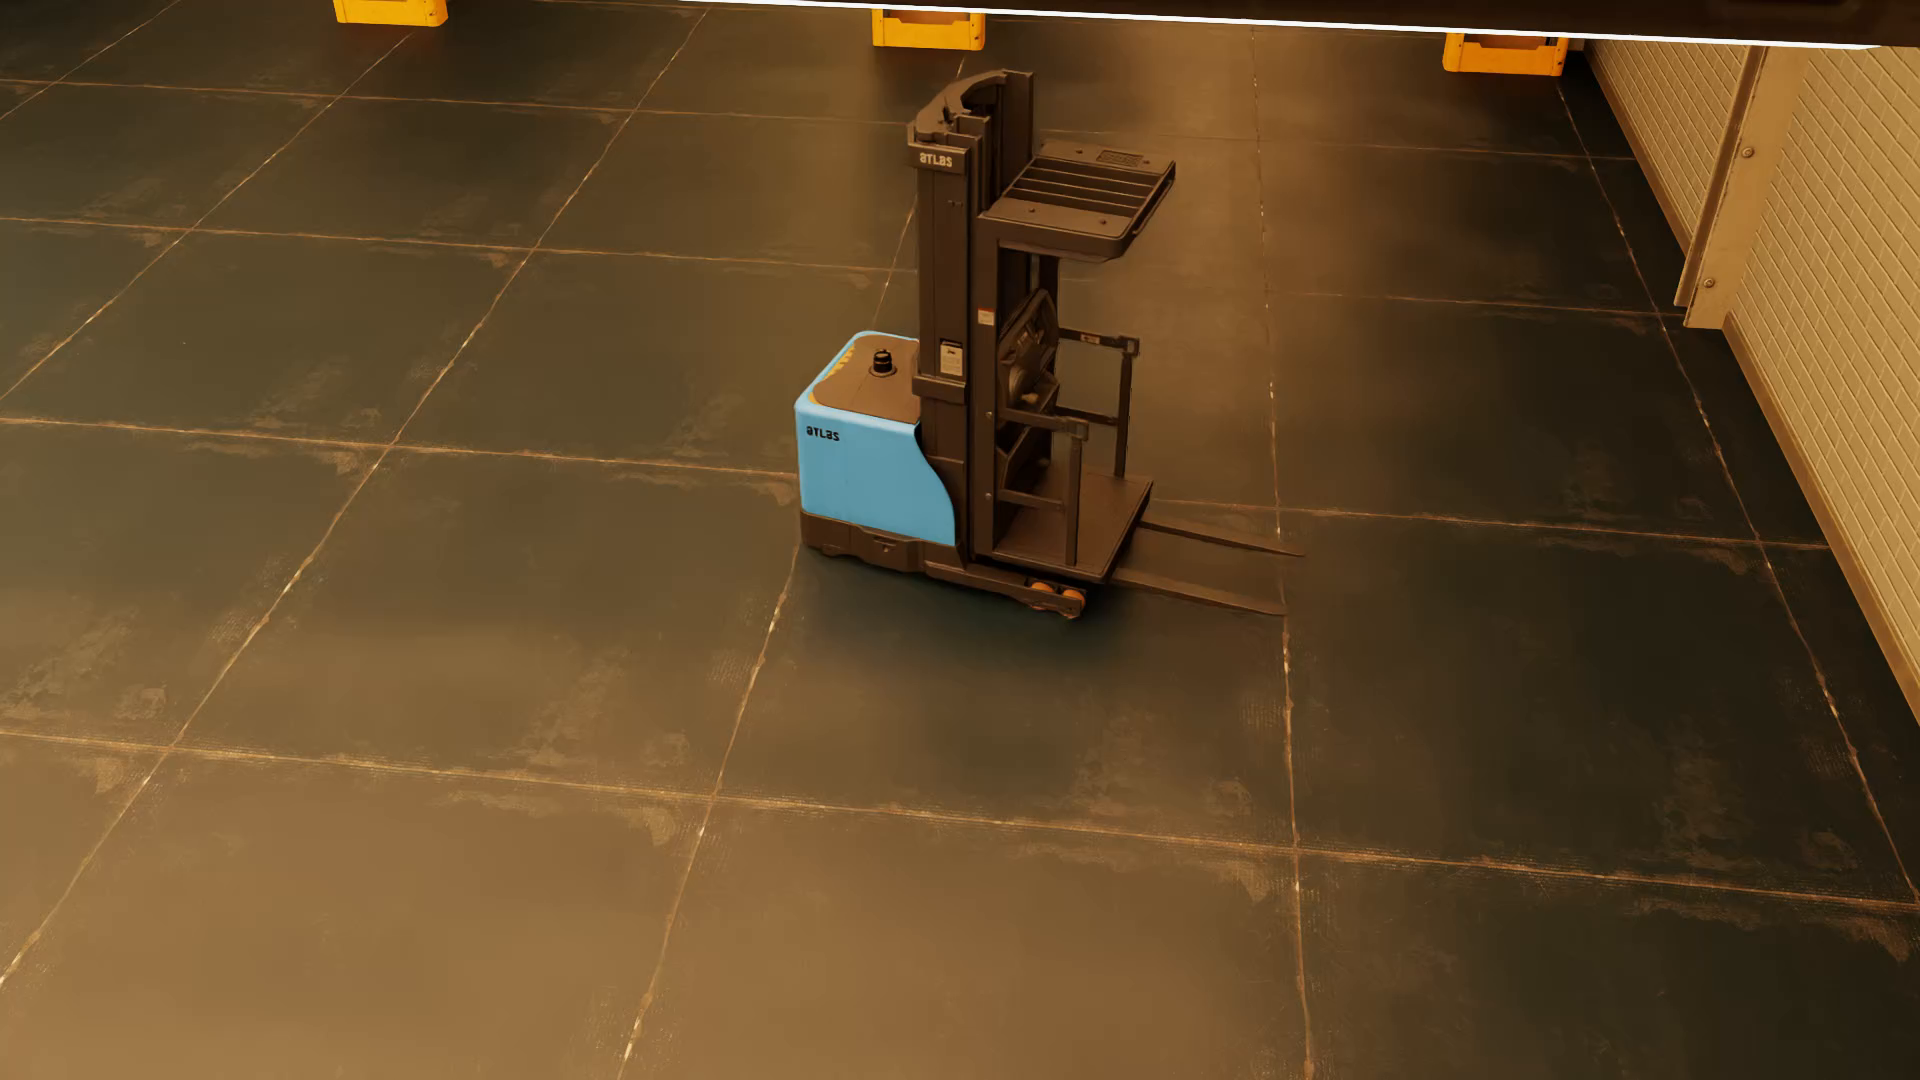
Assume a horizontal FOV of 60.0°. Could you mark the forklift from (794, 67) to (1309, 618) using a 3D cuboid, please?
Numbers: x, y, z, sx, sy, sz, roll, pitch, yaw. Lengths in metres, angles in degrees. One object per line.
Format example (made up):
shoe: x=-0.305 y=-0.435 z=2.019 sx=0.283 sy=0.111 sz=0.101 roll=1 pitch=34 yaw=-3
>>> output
forklift: x=0.575 y=-1.076 z=9.489 sx=3.031 sy=2.935 sz=1.130 roll=13 pitch=38 yaw=17
